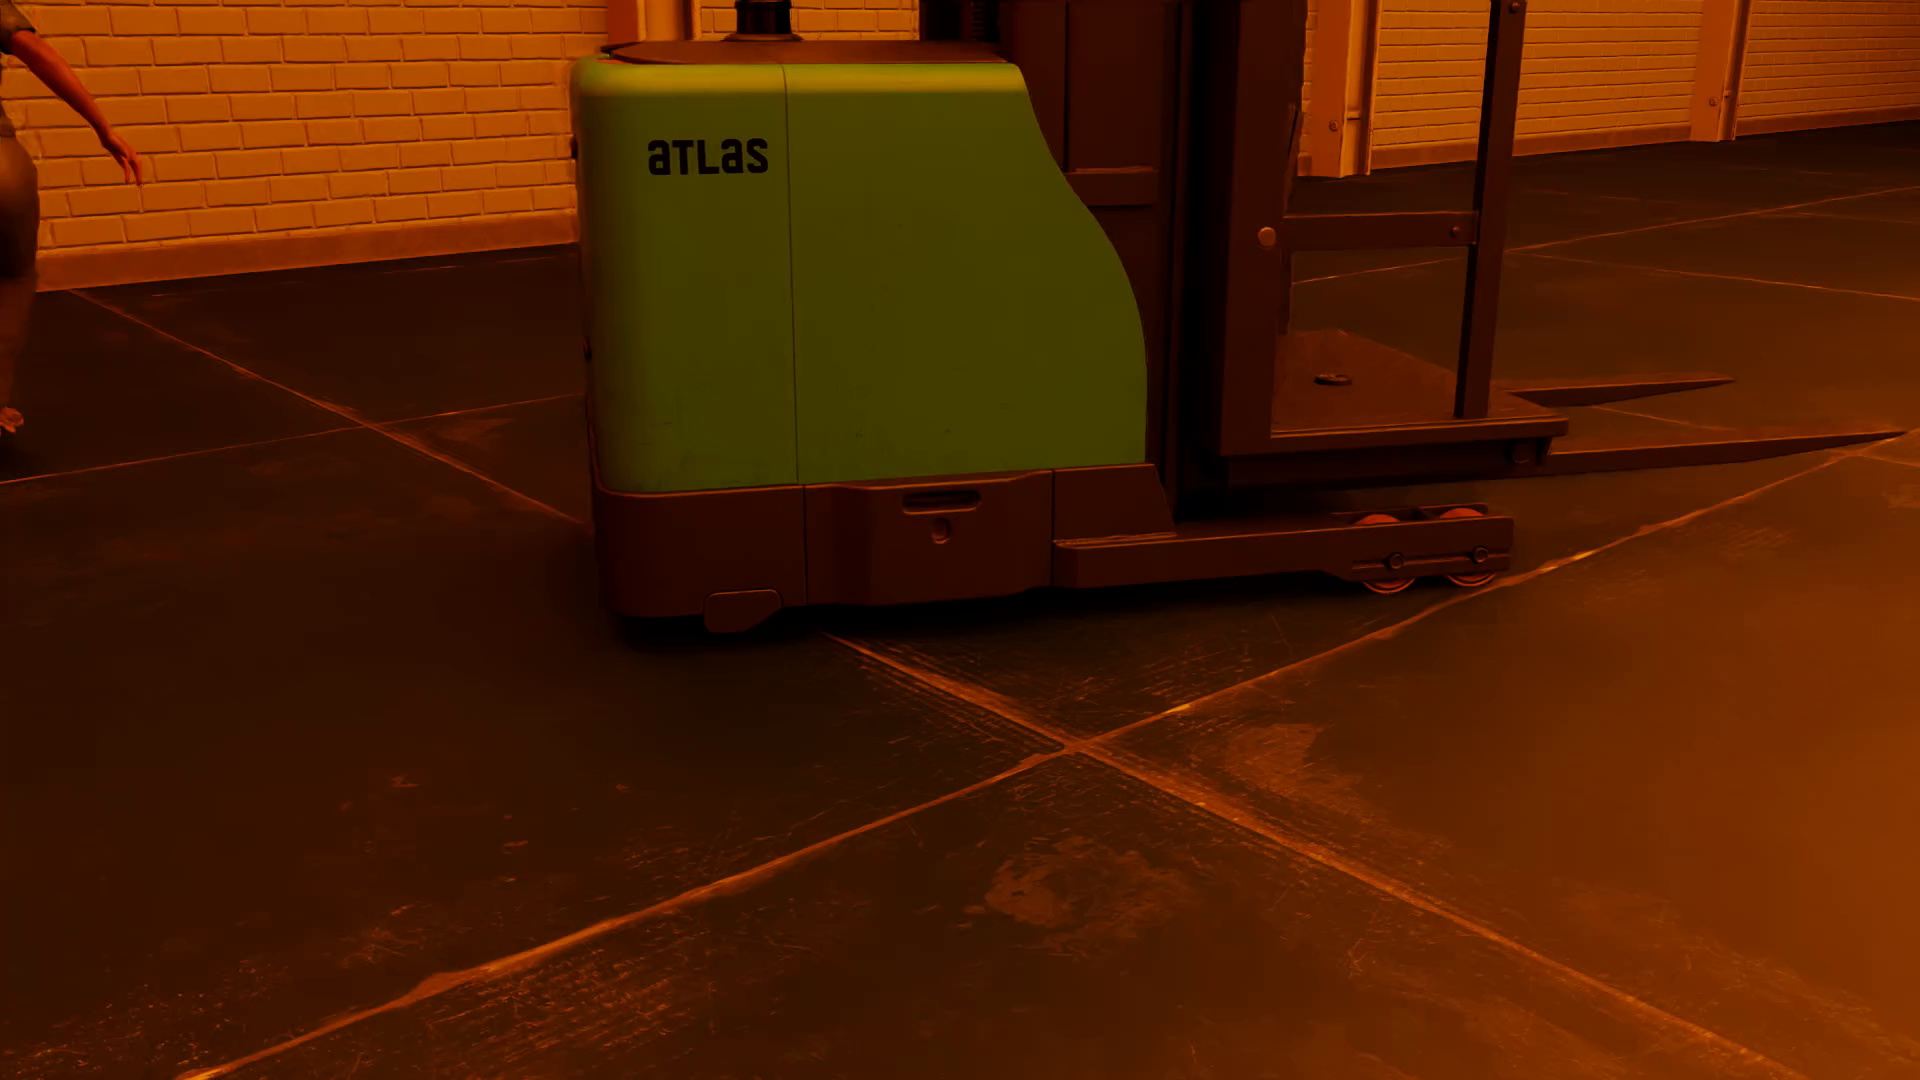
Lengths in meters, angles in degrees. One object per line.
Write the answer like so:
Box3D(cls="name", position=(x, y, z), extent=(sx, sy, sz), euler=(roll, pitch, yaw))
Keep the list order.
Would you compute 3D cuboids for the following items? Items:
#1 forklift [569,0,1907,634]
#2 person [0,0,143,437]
Box3D(cls="forklift", position=(0.687, -1.434, 3.523), extent=(3.031, 2.935, 1.130), euler=(-4, 18, -13))
Box3D(cls="person", position=(-2.654, -1.018, 4.584), extent=(0.785, 1.533, 0.817), euler=(-5, 18, -15))
